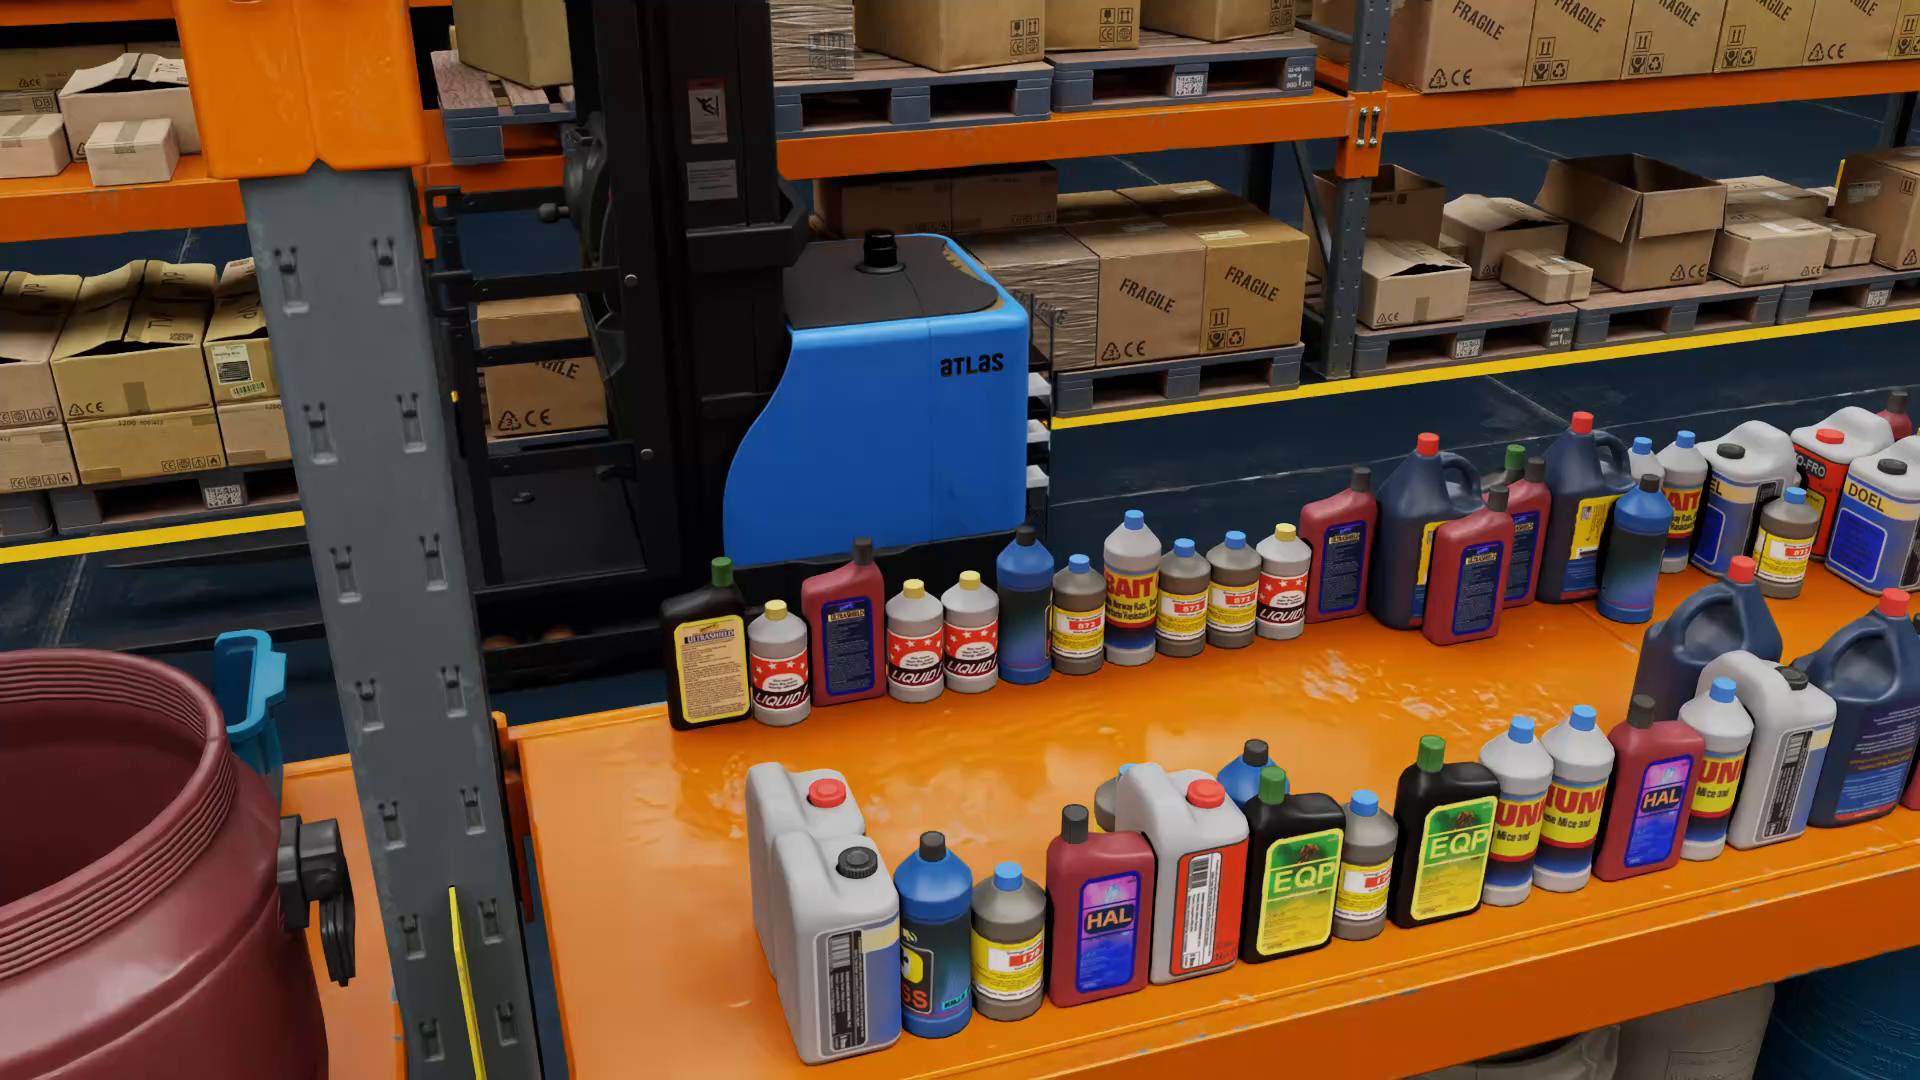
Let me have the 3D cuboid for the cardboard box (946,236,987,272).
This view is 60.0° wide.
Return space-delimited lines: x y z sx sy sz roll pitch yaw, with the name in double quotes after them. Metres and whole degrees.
-0.203 -0.980 7.168 0.500 0.500 0.500 -9 28 -18 "cardboard box"

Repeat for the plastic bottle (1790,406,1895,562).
1.702 -0.116 3.250 0.135 0.276 0.152 -8 28 -16 "plastic bottle"

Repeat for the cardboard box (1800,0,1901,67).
4.103 -2.576 7.953 0.500 0.500 0.500 -8 28 -16 "cardboard box"

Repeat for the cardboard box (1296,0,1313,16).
2.578 -4.159 12.864 0.250 0.149 0.380 -8 28 -16 "cardboard box"

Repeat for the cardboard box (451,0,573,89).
-1.630 -2.113 6.548 0.500 0.500 0.700 -19 32 -33 "cardboard box"

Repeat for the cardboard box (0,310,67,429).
-3.588 -0.635 6.144 0.500 0.311 0.500 -8 28 -16 "cardboard box"

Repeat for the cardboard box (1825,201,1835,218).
4.671 -1.829 9.251 0.250 0.166 0.380 -8 28 -16 "cardboard box"

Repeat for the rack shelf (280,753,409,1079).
-2.565 0.947 1.779 4.000 0.370 1.077 -8 28 -16 "rack shelf"

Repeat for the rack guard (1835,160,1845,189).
5.341 -1.717 9.147 0.348 0.500 1.175 -8 28 -16 "rack guard"

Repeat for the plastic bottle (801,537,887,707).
-0.191 0.134 2.739 0.133 0.283 0.061 -8 28 -16 "plastic bottle"

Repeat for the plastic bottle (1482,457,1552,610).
0.997 -0.010 3.028 0.133 0.283 0.061 -8 28 -16 "plastic bottle"

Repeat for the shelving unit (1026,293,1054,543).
0.196 -0.430 6.104 0.210 0.900 0.258 -8 27 -15 "shelving unit"

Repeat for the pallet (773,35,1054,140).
-0.346 -1.929 6.979 1.213 0.211 1.003 -8 28 -16 "pallet"

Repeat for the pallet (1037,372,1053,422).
-0.314 -0.750 7.523 1.213 0.211 1.003 -8 28 -16 "pallet"

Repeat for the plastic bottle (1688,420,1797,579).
1.481 -0.084 3.185 0.135 0.276 0.152 -8 28 -16 "plastic bottle"

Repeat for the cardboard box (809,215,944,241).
-0.388 -1.197 7.605 0.500 0.500 0.500 -9 28 -18 "cardboard box"

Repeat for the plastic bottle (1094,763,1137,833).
0.232 0.401 2.292 0.097 0.201 0.097 0 26 0 "plastic bottle"

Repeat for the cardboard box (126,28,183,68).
-4.961 -3.080 10.553 0.500 0.250 0.500 -8 27 -15 "cardboard box"

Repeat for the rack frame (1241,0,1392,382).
1.610 -2.297 7.503 0.127 3.000 1.000 -8 28 -16 "rack frame"

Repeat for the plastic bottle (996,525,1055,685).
0.109 0.104 2.812 0.097 0.271 0.097 0 26 0 "plastic bottle"

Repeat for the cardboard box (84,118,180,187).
-2.963 -1.392 5.964 0.250 0.149 0.380 -8 28 -16 "cardboard box"

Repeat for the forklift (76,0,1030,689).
-1.337 -1.101 5.171 3.031 2.935 1.130 -8 27 -15 "forklift"

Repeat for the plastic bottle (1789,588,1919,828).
1.320 0.237 2.455 0.185 0.351 0.144 -8 28 -16 "plastic bottle"

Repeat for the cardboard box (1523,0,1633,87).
2.665 -2.368 7.534 0.500 0.500 0.500 -8 27 -15 "cardboard box"

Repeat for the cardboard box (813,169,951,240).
-0.353 -1.539 7.450 0.500 0.250 0.500 -9 28 -17 "cardboard box"

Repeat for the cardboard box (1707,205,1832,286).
4.060 -1.516 8.527 0.500 0.250 0.500 -8 28 -16 "cardboard box"

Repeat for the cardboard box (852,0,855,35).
-0.506 -3.471 11.814 0.750 0.750 0.750 -8 27 -15 "cardboard box"

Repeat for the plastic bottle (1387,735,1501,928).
0.649 0.384 2.235 0.133 0.283 0.061 -8 28 -16 "plastic bottle"

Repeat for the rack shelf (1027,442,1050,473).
0.196 -0.319 6.158 0.200 0.077 0.258 -8 27 -15 "rack shelf"

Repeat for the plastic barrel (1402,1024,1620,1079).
0.870 1.011 3.080 0.708 0.588 0.600 -8 28 -16 "plastic barrel"

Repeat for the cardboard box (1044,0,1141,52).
0.456 -2.437 7.201 0.500 0.500 0.700 -4 27 -8 "cardboard box"

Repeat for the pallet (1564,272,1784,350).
3.425 -1.311 8.654 1.213 0.211 1.003 -8 28 -16 "pallet"

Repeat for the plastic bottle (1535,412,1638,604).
1.143 -0.070 3.074 0.185 0.351 0.144 -8 28 -16 "plastic bottle"

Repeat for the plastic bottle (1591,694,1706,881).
0.961 0.339 2.326 0.133 0.283 0.061 -8 28 -16 "plastic bottle"

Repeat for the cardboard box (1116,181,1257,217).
1.074 -1.410 8.034 0.500 0.500 0.500 -10 28 -18 "cardboard box"

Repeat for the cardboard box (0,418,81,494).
-3.586 -0.386 6.275 0.500 0.250 0.500 -8 27 -15 "cardboard box"

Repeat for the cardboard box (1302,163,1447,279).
2.064 -1.572 8.360 0.500 0.500 0.500 -8 28 -16 "cardboard box"

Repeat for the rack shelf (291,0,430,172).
1.238 -0.948 2.221 4.000 0.370 1.077 -8 28 -16 "rack shelf"

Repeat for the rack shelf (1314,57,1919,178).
3.511 -2.250 8.217 4.000 0.370 1.077 -8 28 -16 "rack shelf"

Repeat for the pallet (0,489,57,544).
-4.146 -0.234 6.483 1.213 0.211 1.003 -8 28 -16 "pallet"

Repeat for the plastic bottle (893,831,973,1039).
-0.033 0.479 2.056 0.097 0.271 0.097 0 26 0 "plastic bottle"

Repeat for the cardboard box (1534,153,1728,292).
3.395 -1.636 8.485 0.637 0.503 0.797 -8 28 -16 "cardboard box"

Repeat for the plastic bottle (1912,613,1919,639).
1.443 0.237 2.543 0.097 0.271 0.097 0 26 0 "plastic bottle"

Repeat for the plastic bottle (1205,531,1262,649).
0.479 0.082 2.936 0.097 0.201 0.097 0 26 0 "plastic bottle"

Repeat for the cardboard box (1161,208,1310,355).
1.229 -1.185 7.580 0.500 0.500 0.500 -8 28 -16 "cardboard box"

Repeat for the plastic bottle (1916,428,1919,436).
1.930 -0.128 3.359 0.097 0.201 0.097 0 26 0 "plastic bottle"

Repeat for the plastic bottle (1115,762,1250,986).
0.288 0.418 2.174 0.135 0.276 0.152 -8 28 -16 "plastic bottle"

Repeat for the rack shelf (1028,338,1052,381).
0.196 -0.642 5.998 0.200 0.077 0.258 -8 27 -15 "rack shelf"

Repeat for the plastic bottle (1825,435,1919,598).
1.749 -0.052 3.120 0.135 0.276 0.152 -8 28 -16 "plastic bottle"

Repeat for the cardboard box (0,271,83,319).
-3.765 -0.860 6.599 0.500 0.311 0.500 -9 28 -17 "cardboard box"
